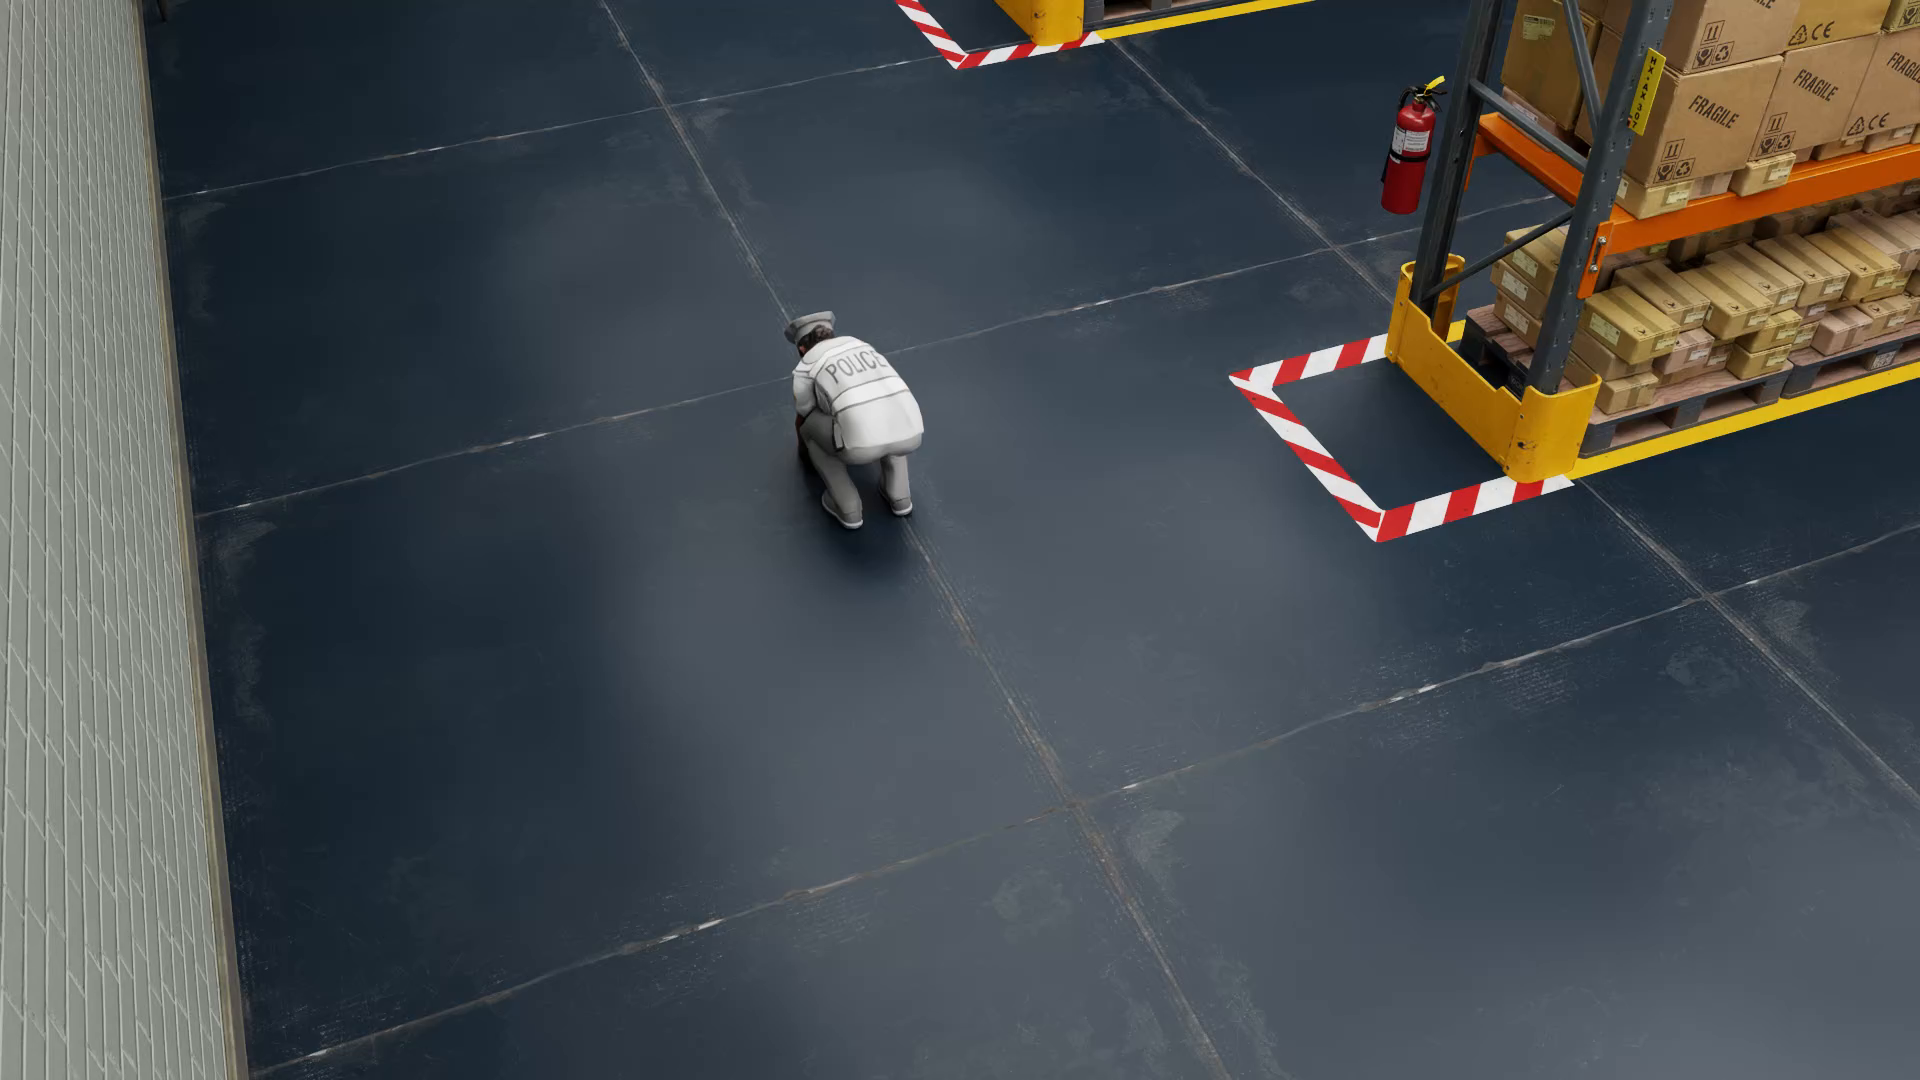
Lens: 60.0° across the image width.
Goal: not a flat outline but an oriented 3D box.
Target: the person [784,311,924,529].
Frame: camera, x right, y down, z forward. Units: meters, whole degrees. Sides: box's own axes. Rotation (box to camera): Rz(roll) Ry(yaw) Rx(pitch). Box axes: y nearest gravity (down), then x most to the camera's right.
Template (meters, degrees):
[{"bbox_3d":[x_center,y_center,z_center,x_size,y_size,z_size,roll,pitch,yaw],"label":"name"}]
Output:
[{"bbox_3d":[-0.485,-0.536,7.443,0.460,0.775,0.927,-17,45,-18],"label":"person"}]
